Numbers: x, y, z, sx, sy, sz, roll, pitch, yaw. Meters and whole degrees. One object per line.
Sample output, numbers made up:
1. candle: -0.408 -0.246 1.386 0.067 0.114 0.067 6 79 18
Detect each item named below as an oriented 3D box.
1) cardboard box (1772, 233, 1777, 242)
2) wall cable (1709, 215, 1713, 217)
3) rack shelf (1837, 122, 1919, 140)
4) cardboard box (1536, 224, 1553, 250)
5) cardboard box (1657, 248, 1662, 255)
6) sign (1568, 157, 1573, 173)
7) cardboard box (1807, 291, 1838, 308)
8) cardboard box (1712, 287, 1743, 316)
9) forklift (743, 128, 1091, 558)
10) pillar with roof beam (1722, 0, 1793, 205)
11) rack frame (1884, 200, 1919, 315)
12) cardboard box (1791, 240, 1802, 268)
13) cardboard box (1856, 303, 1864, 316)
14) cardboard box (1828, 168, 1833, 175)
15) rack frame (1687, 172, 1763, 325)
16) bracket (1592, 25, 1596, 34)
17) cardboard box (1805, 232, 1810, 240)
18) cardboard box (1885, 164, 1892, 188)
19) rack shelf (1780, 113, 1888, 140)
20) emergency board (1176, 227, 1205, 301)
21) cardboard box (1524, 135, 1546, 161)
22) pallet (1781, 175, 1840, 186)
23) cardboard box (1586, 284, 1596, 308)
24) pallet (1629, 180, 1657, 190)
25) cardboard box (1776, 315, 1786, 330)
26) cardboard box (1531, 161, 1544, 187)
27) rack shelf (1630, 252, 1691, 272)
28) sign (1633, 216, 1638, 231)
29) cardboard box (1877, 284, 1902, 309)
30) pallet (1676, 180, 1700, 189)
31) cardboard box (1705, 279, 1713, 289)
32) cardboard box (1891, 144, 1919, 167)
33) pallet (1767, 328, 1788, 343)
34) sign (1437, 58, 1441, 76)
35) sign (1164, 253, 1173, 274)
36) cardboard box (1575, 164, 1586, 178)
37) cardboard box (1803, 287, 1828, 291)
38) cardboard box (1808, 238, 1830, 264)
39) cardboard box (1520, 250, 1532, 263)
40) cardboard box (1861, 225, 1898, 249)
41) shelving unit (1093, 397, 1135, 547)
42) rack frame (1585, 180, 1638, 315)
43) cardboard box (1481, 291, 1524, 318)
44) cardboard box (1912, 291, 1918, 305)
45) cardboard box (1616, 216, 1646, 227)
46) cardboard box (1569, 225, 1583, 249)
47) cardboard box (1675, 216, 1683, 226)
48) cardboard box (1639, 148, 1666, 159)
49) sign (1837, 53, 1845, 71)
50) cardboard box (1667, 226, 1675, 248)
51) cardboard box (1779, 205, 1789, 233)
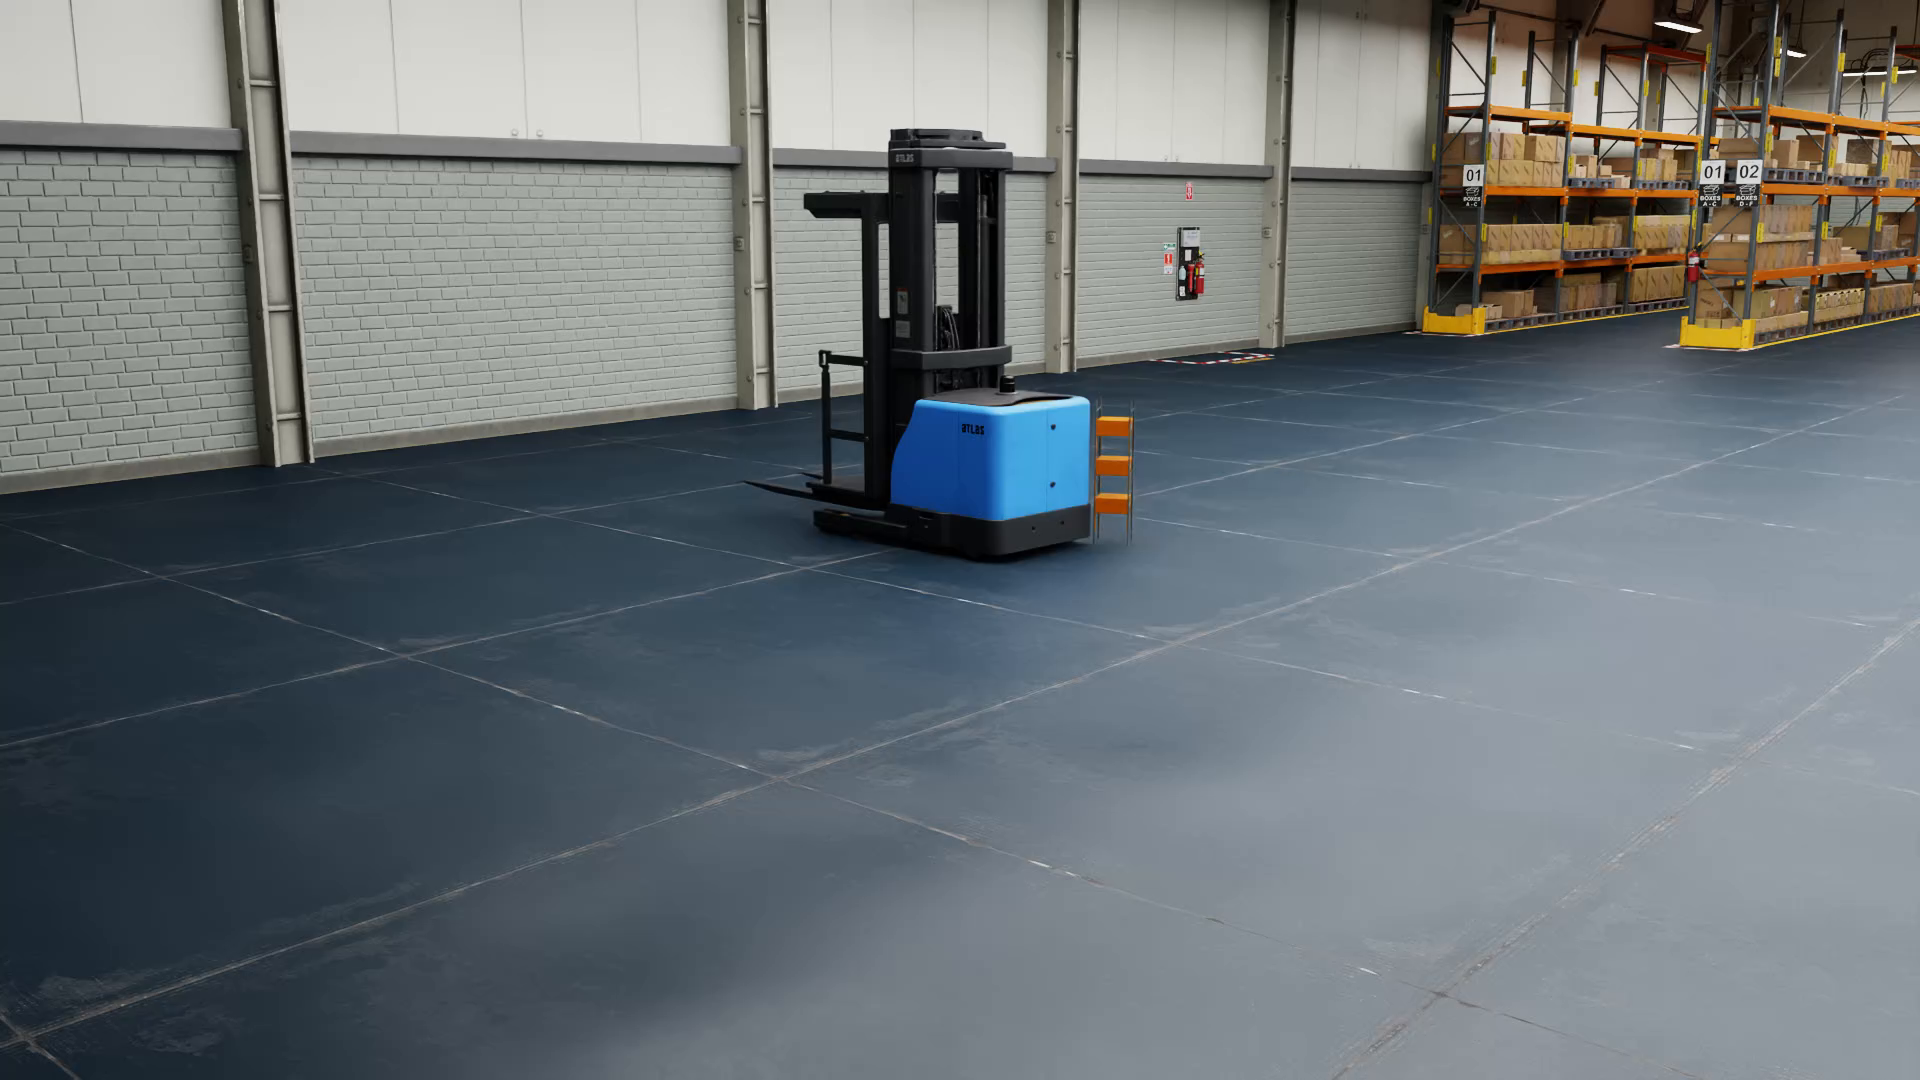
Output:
1. cardboard box: 14.424 -5.433 29.842 0.380 0.149 0.250 9 14 38
2. wall cable: 20.296 -8.686 45.450 0.084 1.984 1.851 10 15 40
3. rack shelf: 19.924 -8.748 35.892 1.077 0.370 4.000 10 15 40
4. cardboard box: 11.835 -6.232 34.174 0.500 0.500 0.500 10 15 40
5. cardboard box: 16.455 -6.870 39.542 0.380 0.149 0.250 10 15 42
6. sign: 12.653 -7.767 34.464 0.100 0.325 0.005 10 15 40
7. cardboard box: 17.099 -4.783 33.014 0.500 0.311 0.500 9 14 38
8. cardboard box: 14.103 -4.375 30.492 0.500 0.500 0.500 10 15 40
9. forklift: -0.457 -1.536 12.419 3.031 2.935 1.130 11 16 44
10. pillar with roof beam: 24.528 -10.772 43.168 9.100 9.000 0.548 10 15 40
11. rack frame: 21.245 -6.649 37.843 1.000 3.000 0.127 10 15 40
12. cardboard box: 15.332 -5.377 31.217 0.700 0.500 0.500 10 15 40
13. cardboard box: 18.440 -4.809 34.579 0.500 0.250 0.500 10 15 42
14. cardboard box: 16.738 -7.246 32.484 0.500 0.250 0.500 8 14 35
15. rack frame: 13.323 -4.884 29.004 1.000 3.000 0.127 10 15 40
16. bracket: 13.913 -11.343 36.839 0.235 0.232 0.430 10 15 40
17. cardboard box: 15.781 -5.735 31.357 0.380 0.149 0.250 9 15 39
18. cardboard box: 19.204 -7.724 35.312 0.910 0.500 0.500 10 15 40
19. rack shelf: 17.284 -8.159 32.945 1.077 0.370 4.000 10 15 40
20. emergency board: 3.792 -4.497 27.068 0.194 1.169 0.643 10 15 40
21. cardboard box: 11.422 -7.863 33.404 0.500 0.500 0.500 9 14 38
22. pallet: 16.536 -6.981 32.333 0.805 0.209 1.217 9 14 38
23. cardboard box: 13.711 -5.440 37.050 0.700 0.500 0.500 10 15 40
24. pallet: 15.266 -8.180 38.334 1.213 0.211 1.003 11 16 43
25. cardboard box: 14.836 -4.012 30.587 0.500 0.250 0.500 10 15 40
26. cardboard box: 11.412 -7.376 33.520 0.500 0.500 0.500 9 14 38
27. rack shelf: 16.201 -6.642 39.644 1.077 0.370 4.000 10 15 40
28. sign: 15.295 -7.161 37.651 0.100 0.325 0.005 10 15 40
29. cardboard box: 20.470 -5.384 36.768 0.500 0.500 0.500 10 15 41
30. pallet: 18.069 -8.836 41.358 1.003 0.211 1.213 10 15 40
31. cardboard box: 18.766 -6.515 42.480 0.700 0.500 0.500 10 15 42
32. cardboard box: 21.537 -8.736 37.825 0.700 0.500 0.500 10 15 40
33. pallet: 14.602 -3.813 30.762 1.003 0.211 1.213 10 15 40
34. sign: 9.196 -9.076 31.887 0.100 0.325 0.005 10 15 40
35. sign: 3.349 -4.446 26.724 0.001 0.329 0.234 10 15 40
36. cardboard box: 13.068 -7.906 35.632 0.500 0.311 0.500 10 15 42
37. cardboard box: 17.698 -5.076 34.482 0.500 0.311 0.500 9 15 39
38. cardboard box: 16.831 -5.710 32.884 0.500 0.500 0.500 -11 16 -43
39. cardboard box: 11.169 -5.717 33.508 0.500 0.250 0.500 10 15 41
40. cardboard box: 20.125 -6.636 36.451 0.700 0.500 0.500 6 13 26
41. shelving unit: 1.111 -0.491 11.989 0.252 1.050 0.215 3 12 14
42. rack frame: 14.881 -6.701 38.101 1.000 3.000 0.127 10 15 40
43. cardboard box: 11.022 -4.789 33.789 0.700 0.500 0.500 9 14 37
44. cardboard box: 21.684 -5.580 38.233 0.500 0.311 0.500 10 15 40
45. cardboard box: 15.393 -7.311 38.175 0.500 0.250 0.500 10 15 42
46. cardboard box: 12.976 -6.529 35.861 0.500 0.500 0.700 -10 15 -42
47. cardboard box: 17.060 -7.686 40.053 0.500 0.250 0.500 10 15 42
48. cardboard box: 16.489 -9.197 39.647 0.500 0.250 0.500 9 15 39
49. sign: 16.365 -8.874 30.878 0.100 0.325 0.005 10 15 40
50. cardboard box: 16.738 -7.244 39.756 0.500 0.500 0.500 10 15 40
51. cardboard box: 14.682 -5.870 30.373 0.700 0.500 0.500 10 15 40
